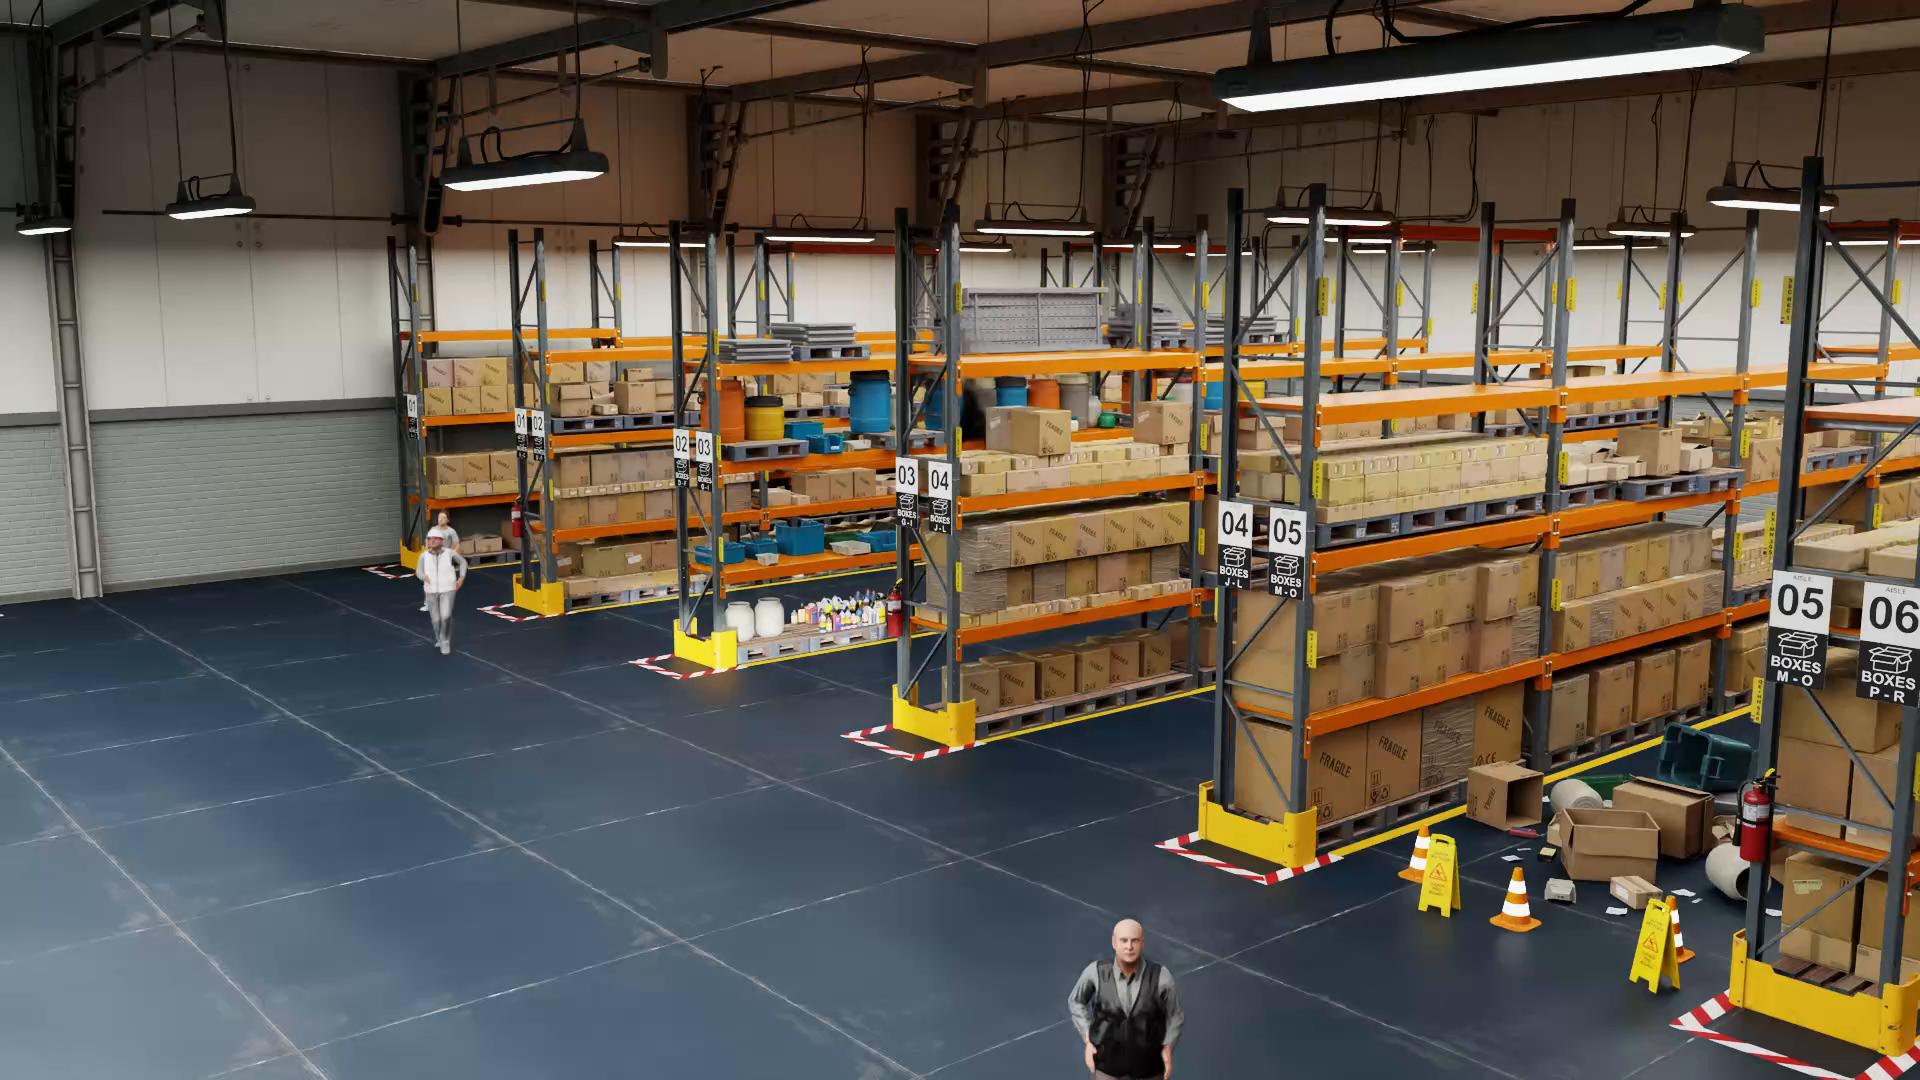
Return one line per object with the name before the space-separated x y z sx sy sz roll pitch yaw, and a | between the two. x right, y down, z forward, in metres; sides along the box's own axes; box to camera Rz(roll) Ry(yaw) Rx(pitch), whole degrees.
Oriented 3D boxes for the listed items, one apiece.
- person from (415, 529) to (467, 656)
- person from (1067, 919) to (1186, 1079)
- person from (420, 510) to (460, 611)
person | -7.307 0.732 23.392 0.662 1.789 0.725 -1 9 -6
person | 0.928 2.935 9.308 0.661 1.701 0.748 1 9 4
person | -8.239 0.319 26.457 0.594 1.593 0.557 2 9 12
